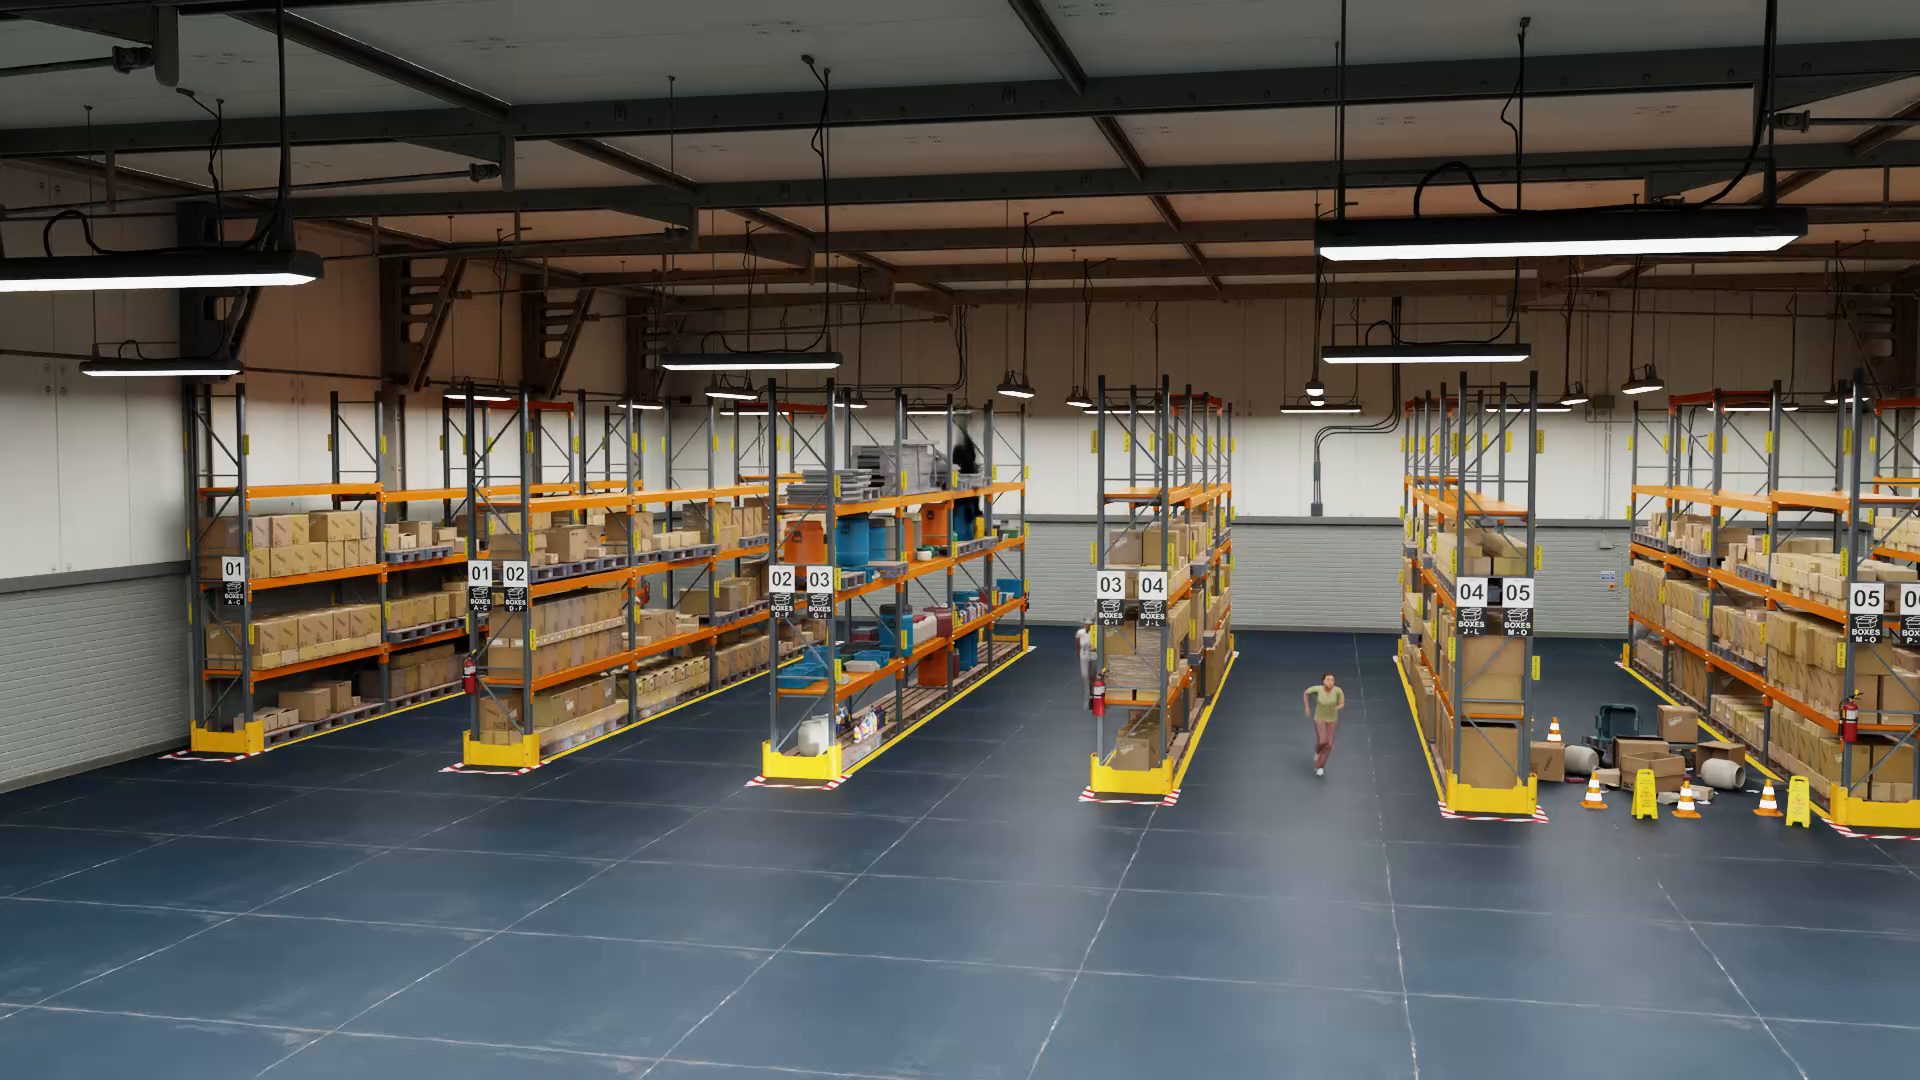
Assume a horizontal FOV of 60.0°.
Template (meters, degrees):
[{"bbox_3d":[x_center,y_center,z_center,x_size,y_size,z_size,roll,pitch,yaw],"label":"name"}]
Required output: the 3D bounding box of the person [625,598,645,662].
[{"bbox_3d":[-6.818,2.103,35.217,0.667,1.786,0.956,0,3,9],"label":"person"}]

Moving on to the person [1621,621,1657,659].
[{"bbox_3d":[15.813,1.907,38.495,0.953,1.774,0.740,2,4,28],"label":"person"}]

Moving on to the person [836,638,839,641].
[{"bbox_3d":[-3.443,1.731,42.729,0.798,1.696,0.602,1,3,20],"label":"person"}]

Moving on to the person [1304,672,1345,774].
[{"bbox_3d":[5.531,2.771,25.169,0.568,1.594,0.672,0,3,-3],"label":"person"}]

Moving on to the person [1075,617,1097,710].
[{"bbox_3d":[2.430,2.248,31.000,0.579,1.697,1.013,0,3,7],"label":"person"}]
